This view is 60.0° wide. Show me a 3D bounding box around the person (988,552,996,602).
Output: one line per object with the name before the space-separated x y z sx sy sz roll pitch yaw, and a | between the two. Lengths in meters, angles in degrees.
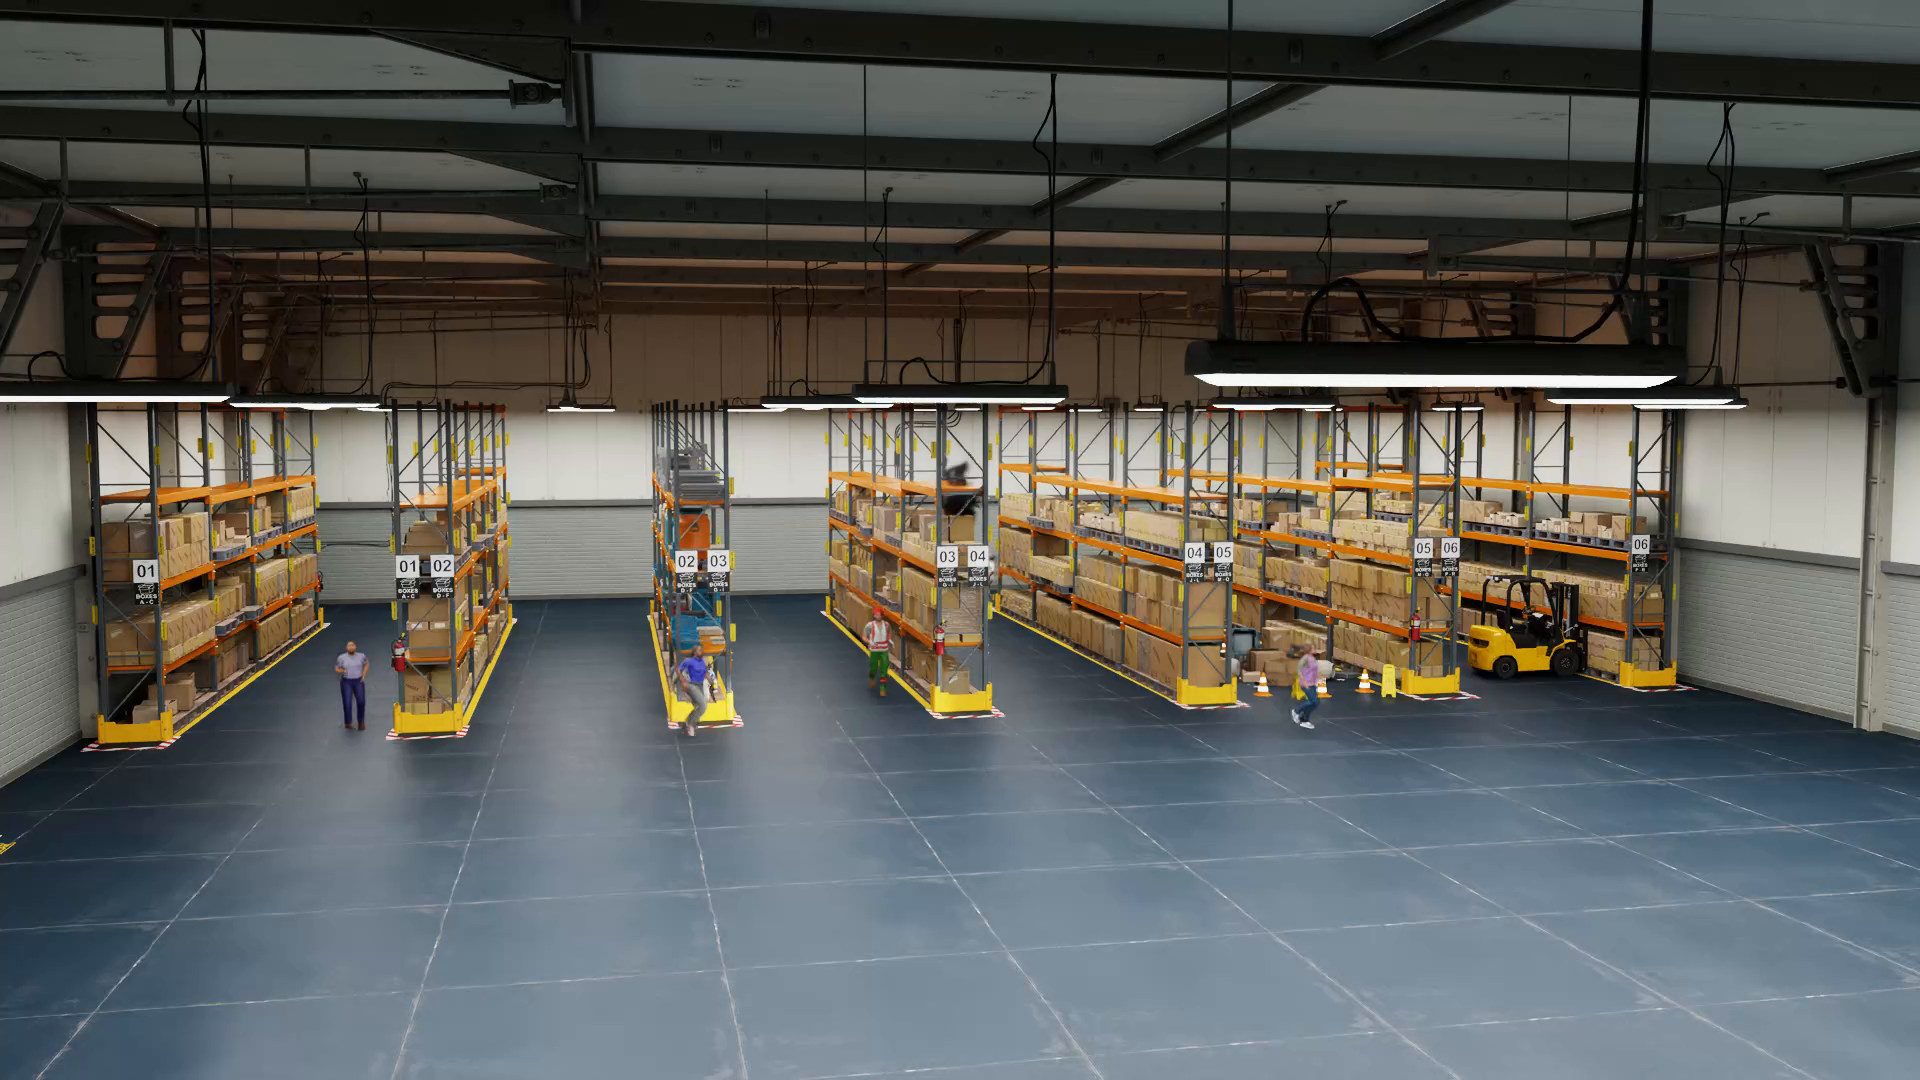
person | 0.812 1.151 49.924 0.558 1.605 0.669 0 4 1

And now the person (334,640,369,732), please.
person | -10.983 2.654 30.065 0.595 1.687 0.622 -2 5 -21

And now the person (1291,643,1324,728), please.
person | 6.368 2.655 30.436 0.531 1.570 0.553 3 5 35

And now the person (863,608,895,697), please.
person | -1.663 2.264 33.974 0.664 1.773 0.964 -1 5 -17

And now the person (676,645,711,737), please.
person | -4.689 2.680 29.674 0.567 1.614 0.591 2 5 20
